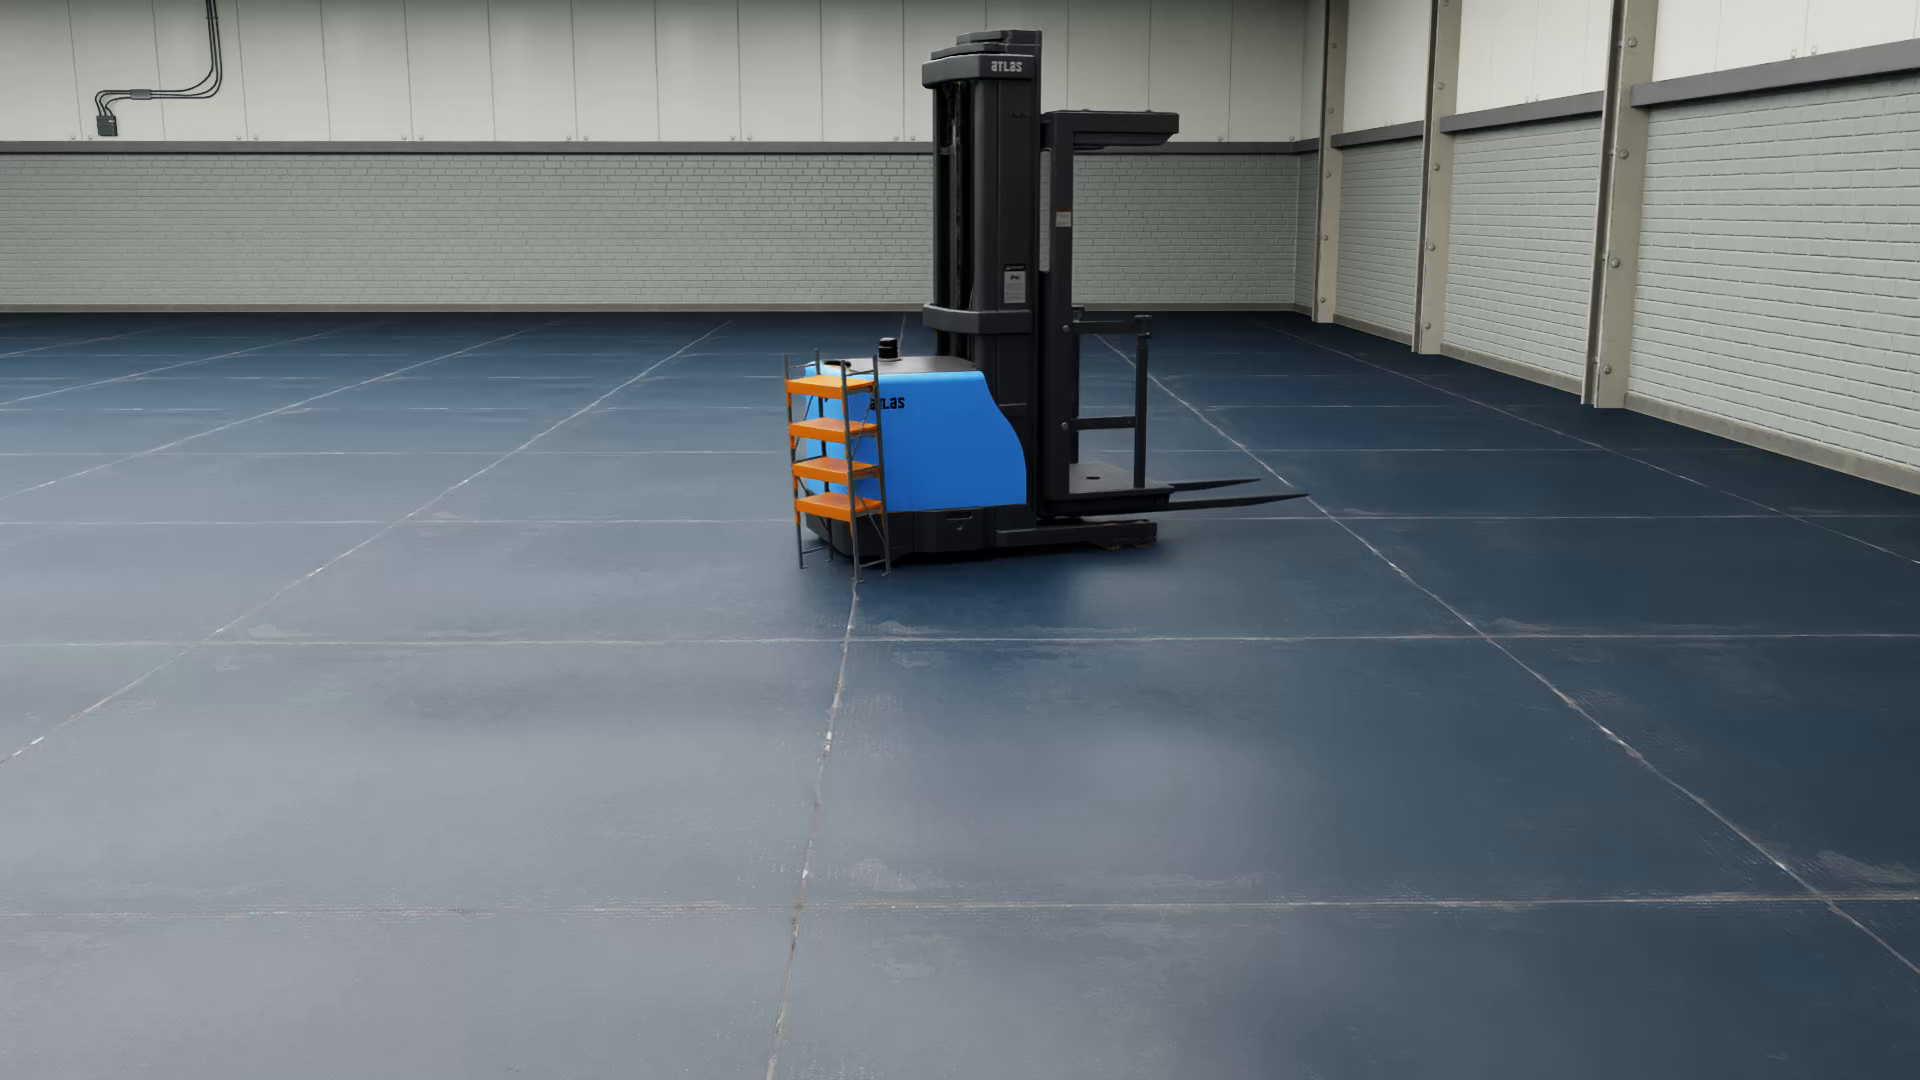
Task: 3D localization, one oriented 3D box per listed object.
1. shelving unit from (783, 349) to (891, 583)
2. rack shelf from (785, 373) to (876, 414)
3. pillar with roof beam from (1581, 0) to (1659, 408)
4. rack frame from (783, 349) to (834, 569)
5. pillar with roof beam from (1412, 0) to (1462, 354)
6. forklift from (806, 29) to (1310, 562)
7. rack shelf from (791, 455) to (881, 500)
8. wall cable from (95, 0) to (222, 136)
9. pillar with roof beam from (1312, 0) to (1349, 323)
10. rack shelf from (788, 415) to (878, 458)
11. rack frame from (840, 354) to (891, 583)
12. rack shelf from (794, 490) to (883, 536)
[{"bbox_3d":[-0.667,-0.409,9.015,0.258,1.200,0.503,-16,19,-41],"label":"shelving unit"},{"bbox_3d":[-0.687,-0.790,8.919,0.258,0.148,0.480,-16,19,-41],"label":"rack shelf"},{"bbox_3d":[2.165,-5.743,15.733,9.100,9.000,0.400,0,11,-1],"label":"pillar with roof beam"},{"bbox_3d":[-0.835,-0.444,9.189,0.240,1.200,0.015,-16,19,-41],"label":"rack frame"},{"bbox_3d":[2.041,-6.935,21.612,9.100,9.000,0.400,0,11,-1],"label":"pillar with roof beam"},{"bbox_3d":[0.640,-1.466,9.914,3.031,2.935,1.130,-4,12,-19],"label":"forklift"},{"bbox_3d":[-0.664,-0.344,9.032,0.258,0.148,0.480,-16,19,-41],"label":"rack shelf"},{"bbox_3d":[-14.519,-10.310,29.692,2.305,6.003,0.169,0,11,-1],"label":"wall cable"},{"bbox_3d":[1.917,-8.128,27.491,9.100,9.000,0.400,0,11,-1],"label":"pillar with roof beam"},{"bbox_3d":[-0.675,-0.561,8.977,0.258,0.148,0.480,-16,19,-41],"label":"rack shelf"},{"bbox_3d":[-0.499,-0.374,8.842,0.240,1.200,0.015,-16,19,-41],"label":"rack frame"},{"bbox_3d":[-0.654,-0.152,9.081,0.258,0.148,0.480,-16,19,-41],"label":"rack shelf"}]
